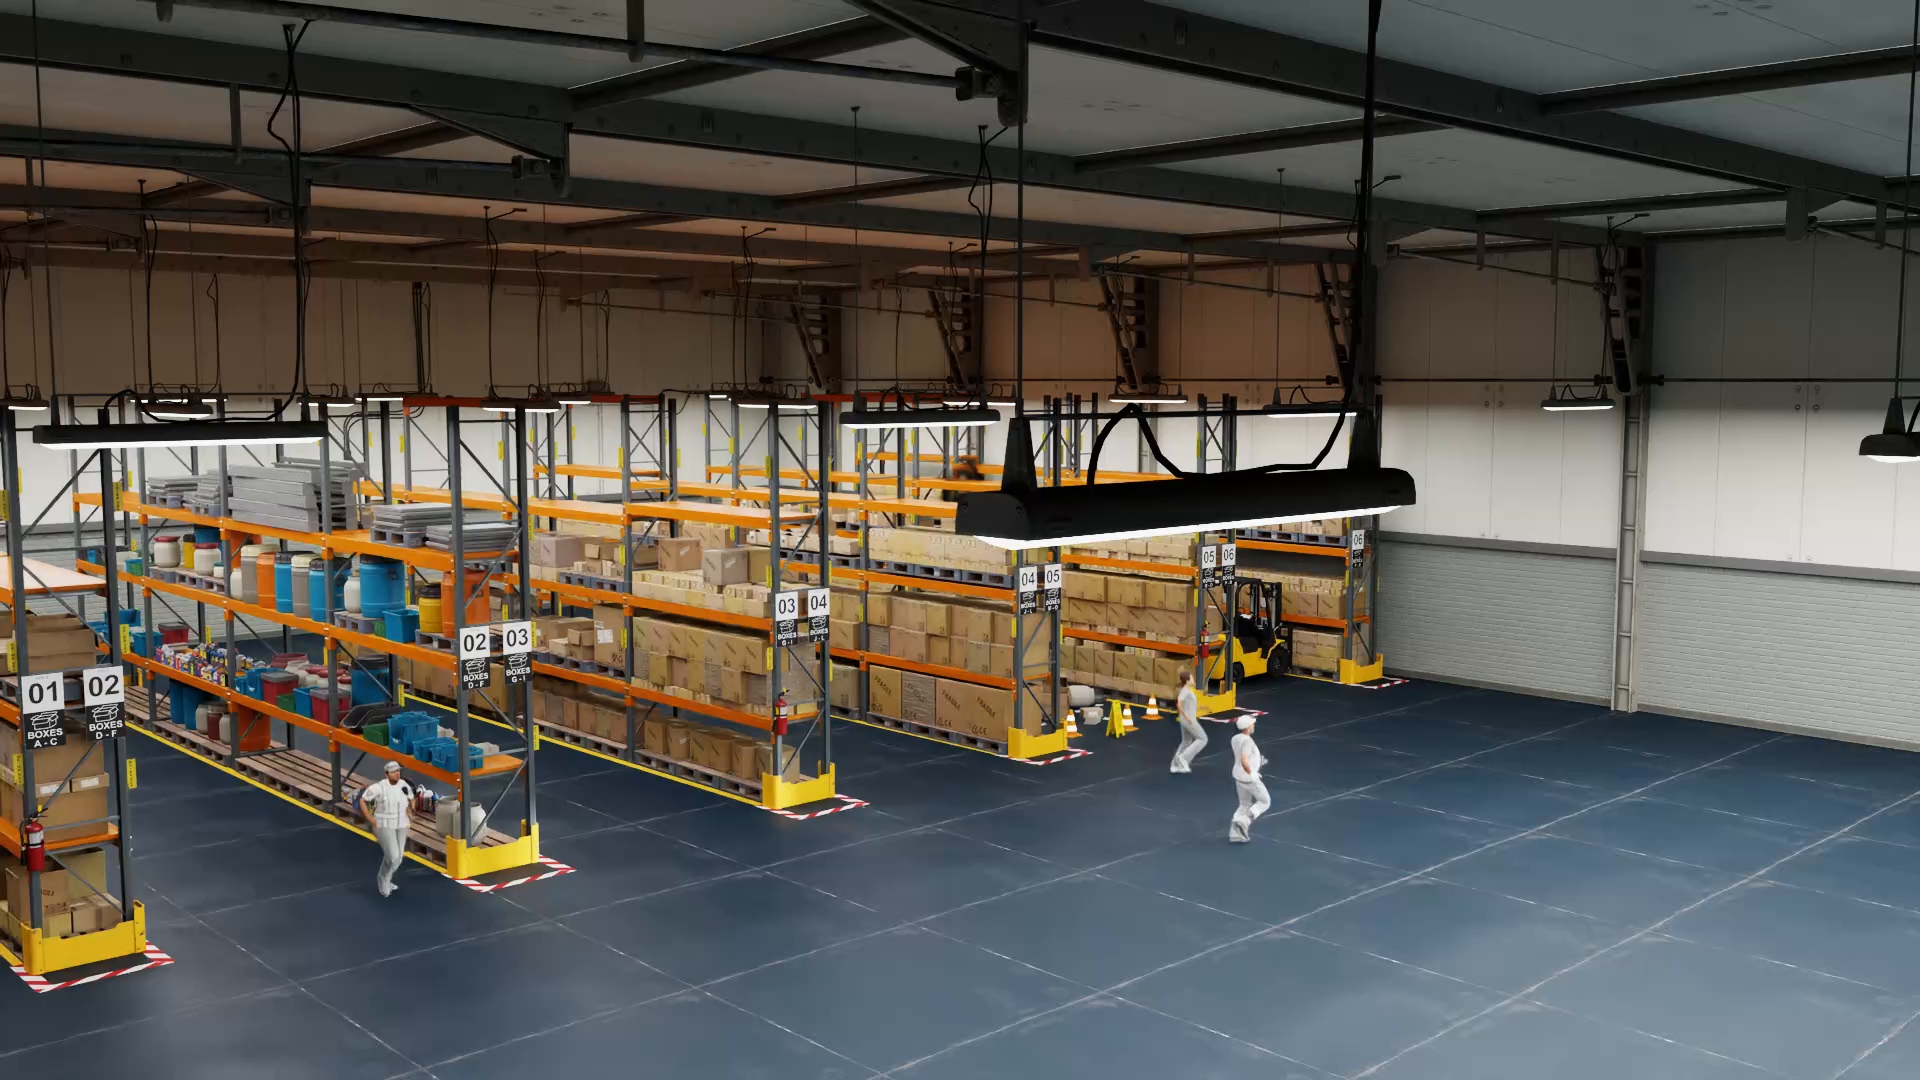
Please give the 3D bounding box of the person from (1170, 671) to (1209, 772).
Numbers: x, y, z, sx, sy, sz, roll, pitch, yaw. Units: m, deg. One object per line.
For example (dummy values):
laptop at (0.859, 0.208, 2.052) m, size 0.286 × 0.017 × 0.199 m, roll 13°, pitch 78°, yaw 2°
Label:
person at (3.704, 2.920, 26.721) m, size 0.618 × 1.633 × 0.548 m, roll 0°, pitch 6°, yaw -2°

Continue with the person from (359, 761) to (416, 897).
person at (-6.976, 3.539, 20.448) m, size 0.609 × 1.650 × 0.665 m, roll 5°, pitch 7°, yaw 41°

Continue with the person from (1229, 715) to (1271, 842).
person at (3.970, 3.253, 22.721) m, size 0.607 × 1.742 × 0.644 m, roll -2°, pitch 6°, yaw -20°
